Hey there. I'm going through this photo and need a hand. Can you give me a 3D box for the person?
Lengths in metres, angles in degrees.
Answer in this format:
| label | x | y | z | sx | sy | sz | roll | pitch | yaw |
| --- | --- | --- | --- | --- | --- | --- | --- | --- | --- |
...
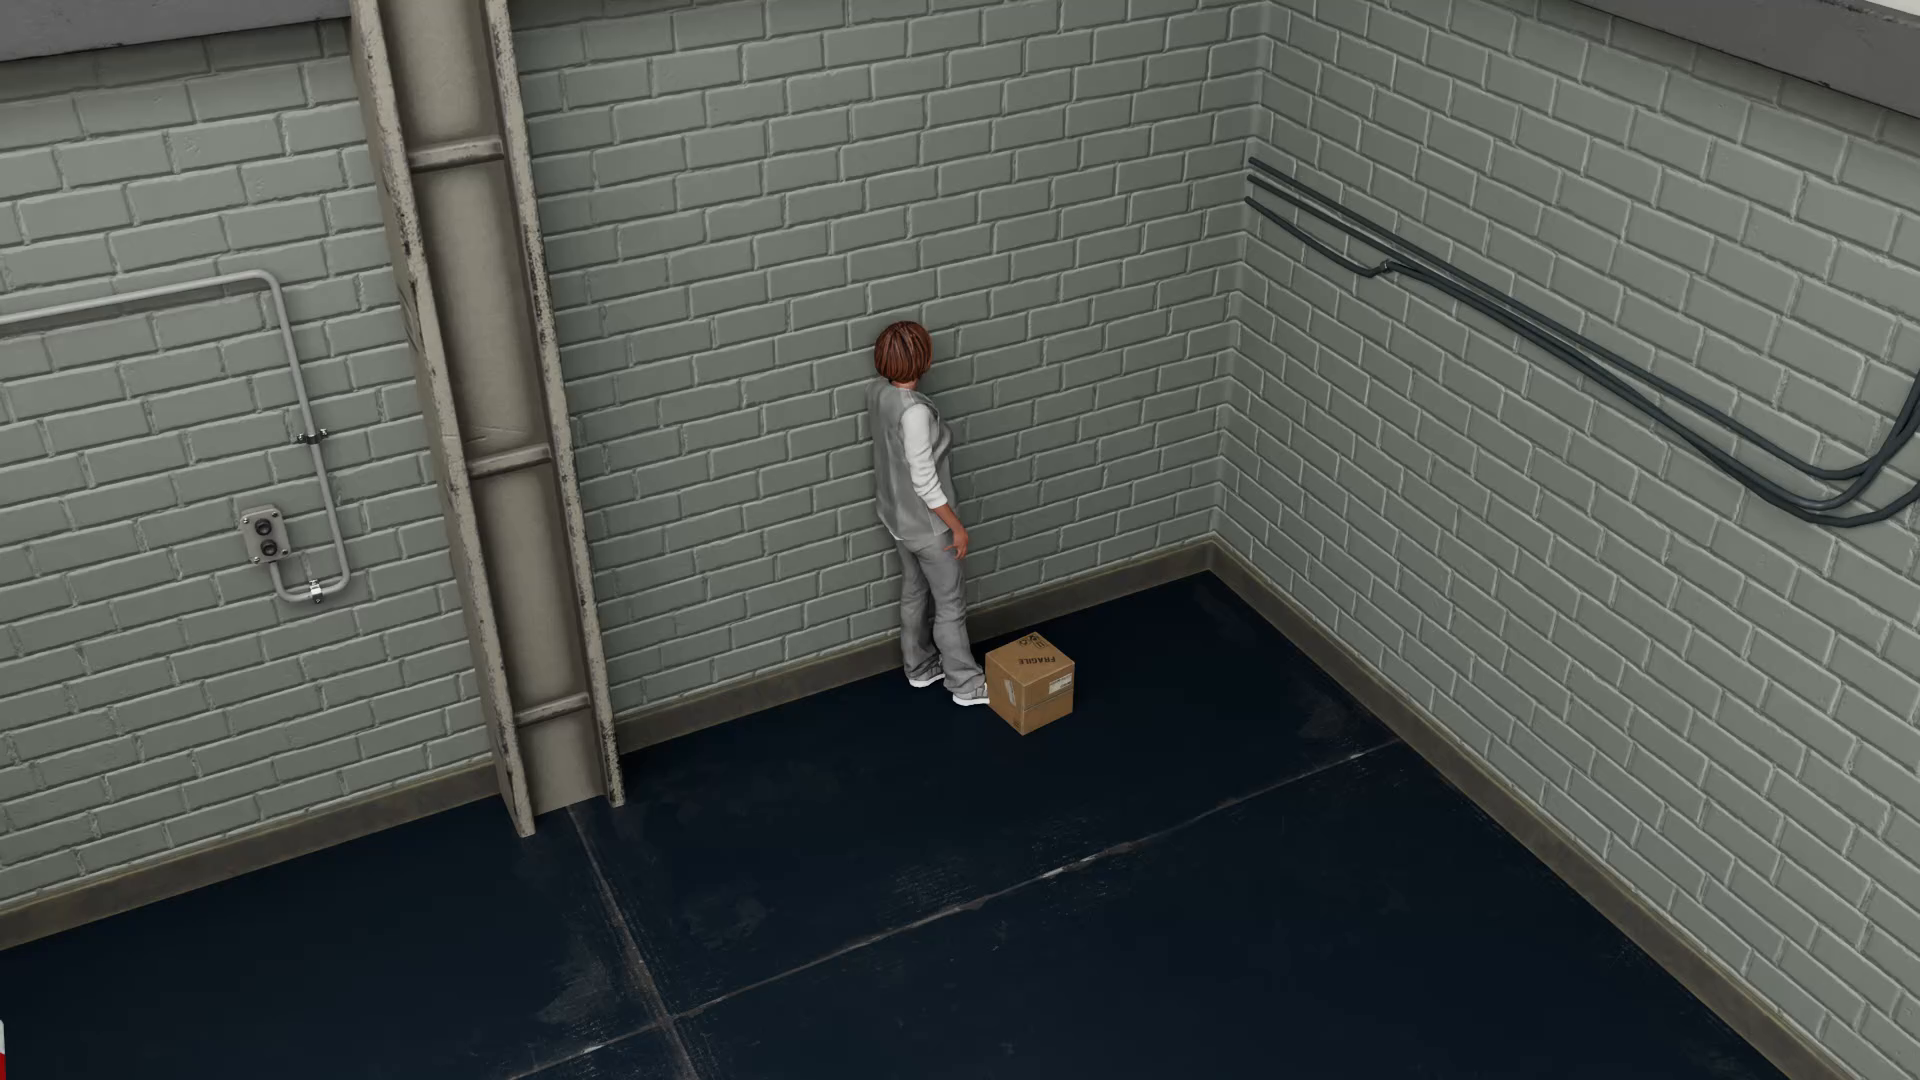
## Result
| label | x | y | z | sx | sy | sz | roll | pitch | yaw |
| --- | --- | --- | --- | --- | --- | --- | --- | --- | --- |
| person | -0.080 | -0.103 | 6.287 | 0.475 | 1.597 | 0.520 | -16 | 37 | -23 |
